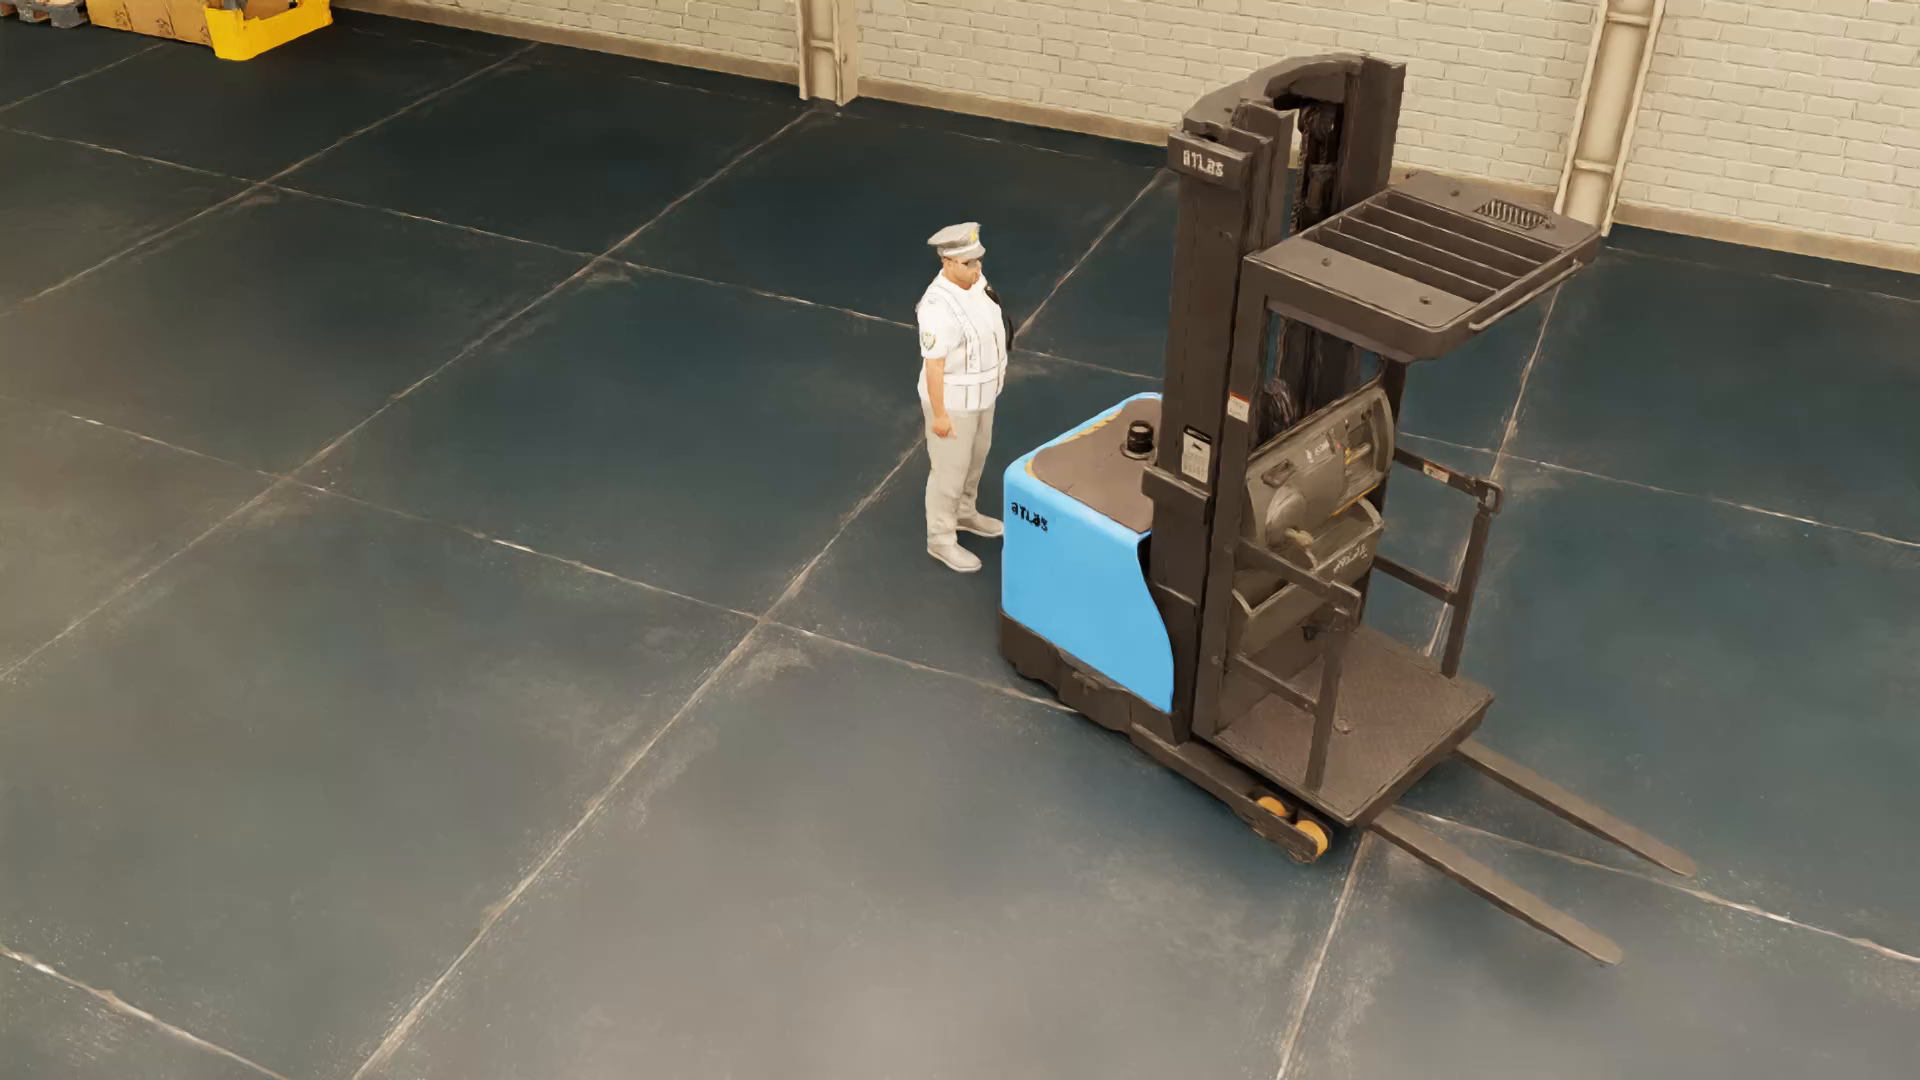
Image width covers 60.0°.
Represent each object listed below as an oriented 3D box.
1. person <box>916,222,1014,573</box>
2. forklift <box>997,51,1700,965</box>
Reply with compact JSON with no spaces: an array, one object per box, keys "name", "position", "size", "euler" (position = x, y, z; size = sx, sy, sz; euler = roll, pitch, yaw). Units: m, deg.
[{"name":"person","position":[0.015,-0.717,8.092],"size":[0.396,1.773,0.523],"euler":[15,38,20]},{"name":"forklift","position":[1.567,-0.227,6.404],"size":[1.130,2.935,3.031],"euler":[-30,45,-35]}]
